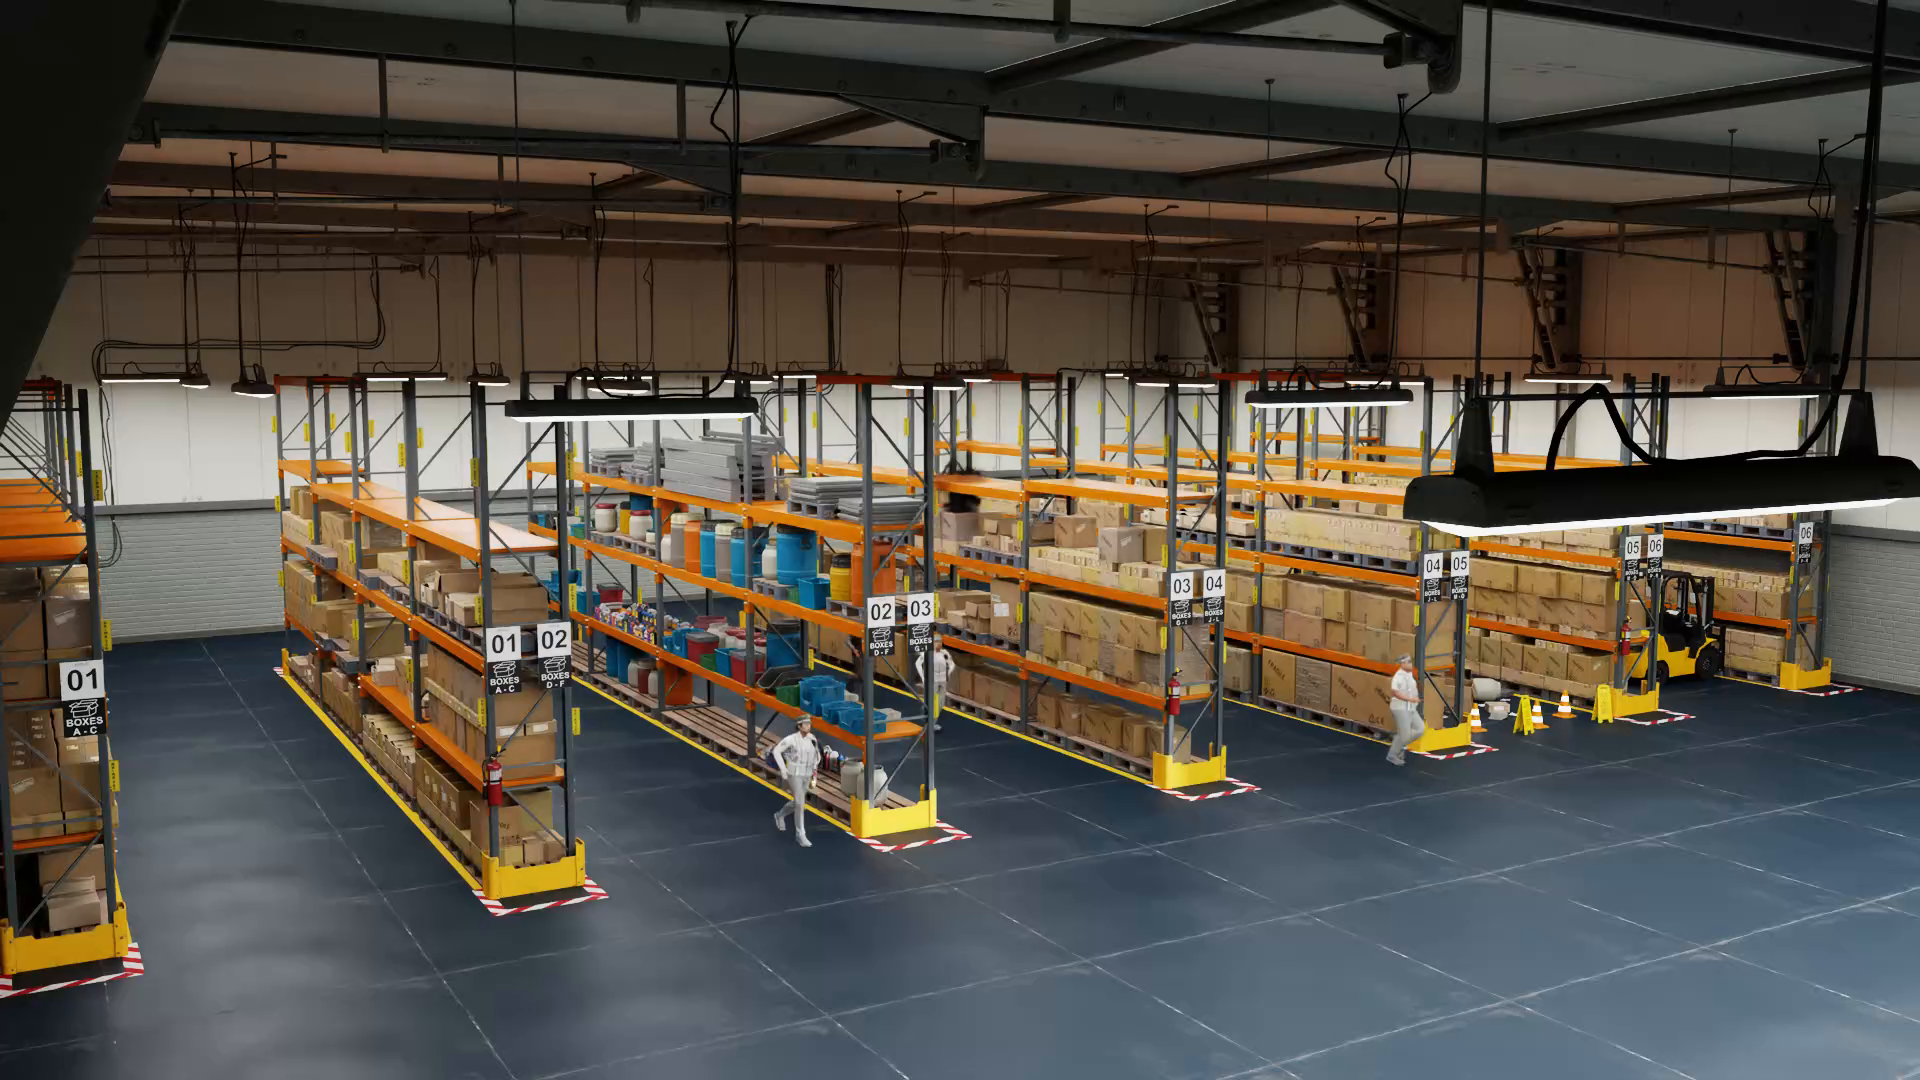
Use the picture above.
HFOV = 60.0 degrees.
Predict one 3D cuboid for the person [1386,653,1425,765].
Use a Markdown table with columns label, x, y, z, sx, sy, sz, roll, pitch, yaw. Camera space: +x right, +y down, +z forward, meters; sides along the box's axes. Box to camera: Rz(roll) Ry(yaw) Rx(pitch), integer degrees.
| label | x | y | z | sx | sy | sz | roll | pitch | yaw |
| --- | --- | --- | --- | --- | --- | --- | --- | --- | --- |
| person | 6.952 | 2.624 | 25.915 | 0.547 | 1.753 | 0.731 | 4 | 7 | 32 |

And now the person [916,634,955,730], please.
| label | x | y | z | sx | sy | sz | roll | pitch | yaw |
| --- | --- | --- | --- | --- | --- | --- | --- | --- | --- |
| person | -0.373 | 2.409 | 28.186 | 0.667 | 1.666 | 0.513 | -3 | 7 | -23 |

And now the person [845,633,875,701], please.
| label | x | y | z | sx | sy | sz | roll | pitch | yaw |
| --- | --- | --- | --- | --- | --- | --- | --- | --- | --- |
| person | -1.818 | 2.134 | 30.790 | 0.659 | 1.681 | 0.678 | -5 | 8 | -36 |

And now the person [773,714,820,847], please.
| label | x | y | z | sx | sy | sz | roll | pitch | yaw |
| --- | --- | --- | --- | --- | --- | --- | --- | --- | --- |
| person | -2.124 | 3.121 | 21.921 | 0.644 | 1.705 | 0.860 | -6 | 9 | -43 |
